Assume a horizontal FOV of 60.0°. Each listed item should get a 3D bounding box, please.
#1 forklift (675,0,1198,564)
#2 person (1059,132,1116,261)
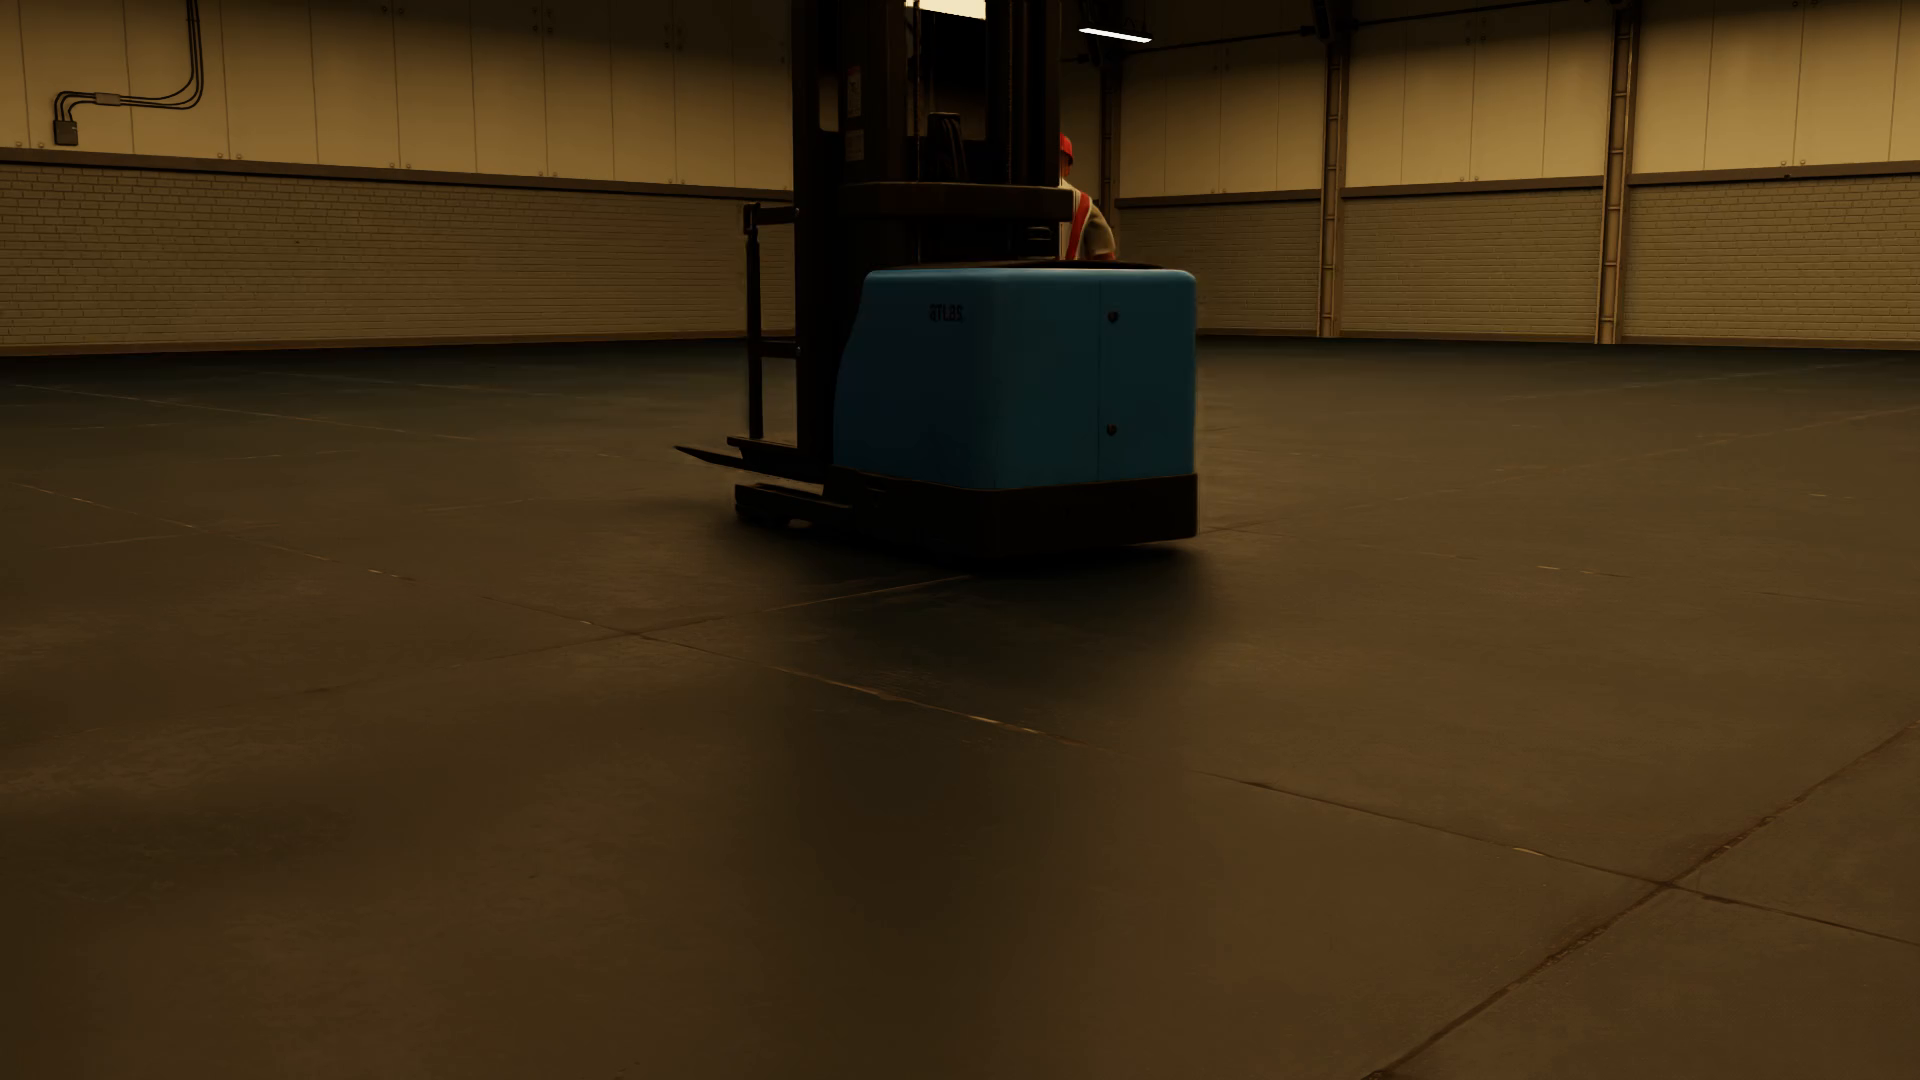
[{"bbox_3d":[-0.323,-1.539,7.097,1.130,2.935,3.031,-6,10,-33],"label":"forklift"},{"bbox_3d":[0.369,-1.003,7.642,0.955,1.734,0.448,-1,9,-9],"label":"person"}]
